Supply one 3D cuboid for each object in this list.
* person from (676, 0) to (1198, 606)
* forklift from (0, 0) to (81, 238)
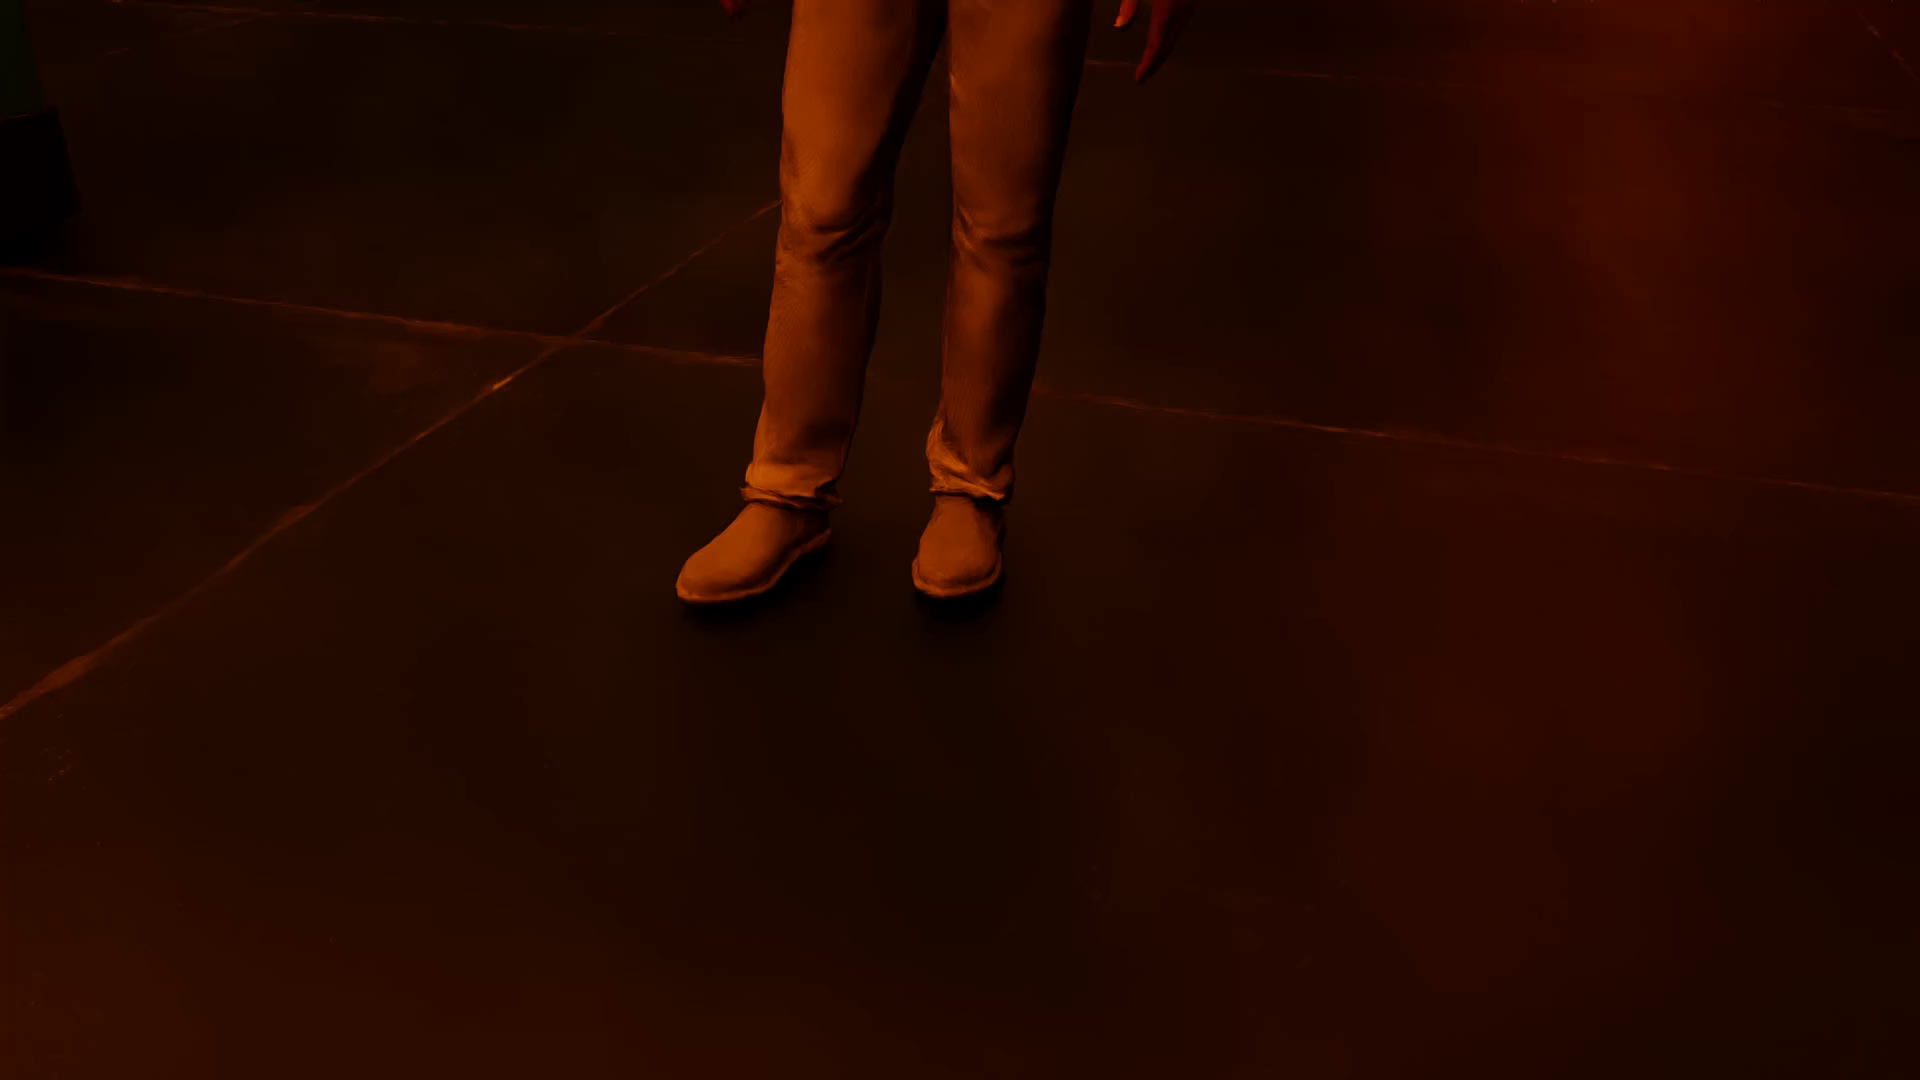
[{"bbox_3d":[-0.026,-0.763,2.038,0.665,1.766,0.576,8,28,16],"label":"person"},{"bbox_3d":[-3.579,-2.089,3.368,3.031,2.935,1.130,12,29,22],"label":"forklift"}]
